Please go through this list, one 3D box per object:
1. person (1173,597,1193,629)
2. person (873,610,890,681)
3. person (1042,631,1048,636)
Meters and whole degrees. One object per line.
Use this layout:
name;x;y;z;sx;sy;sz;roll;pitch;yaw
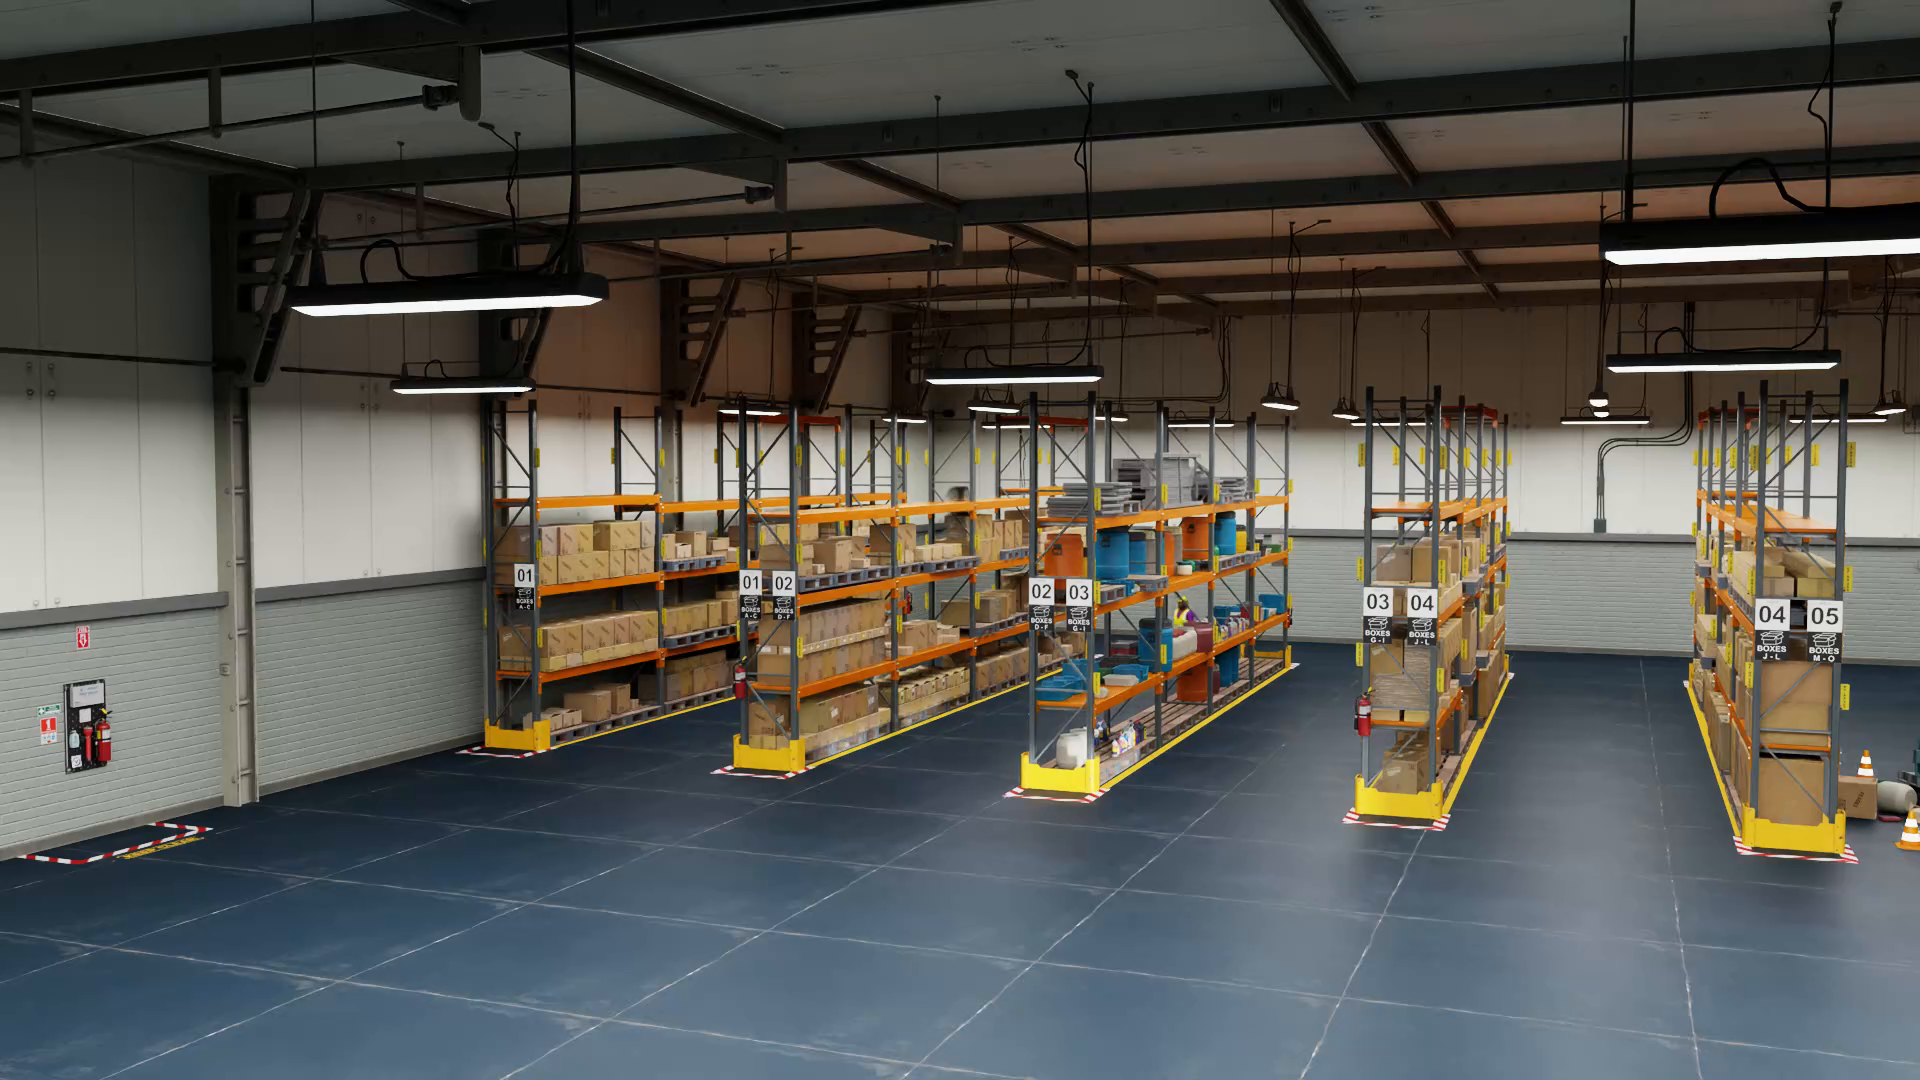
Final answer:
person;5.187;2.190;39.013;0.580;1.693;1.093;2;3;30
person;-1.628;2.358;35.572;0.528;1.771;0.598;0;3;4
person;2.136;2.034;43.578;0.582;1.710;0.814;1;3;26
